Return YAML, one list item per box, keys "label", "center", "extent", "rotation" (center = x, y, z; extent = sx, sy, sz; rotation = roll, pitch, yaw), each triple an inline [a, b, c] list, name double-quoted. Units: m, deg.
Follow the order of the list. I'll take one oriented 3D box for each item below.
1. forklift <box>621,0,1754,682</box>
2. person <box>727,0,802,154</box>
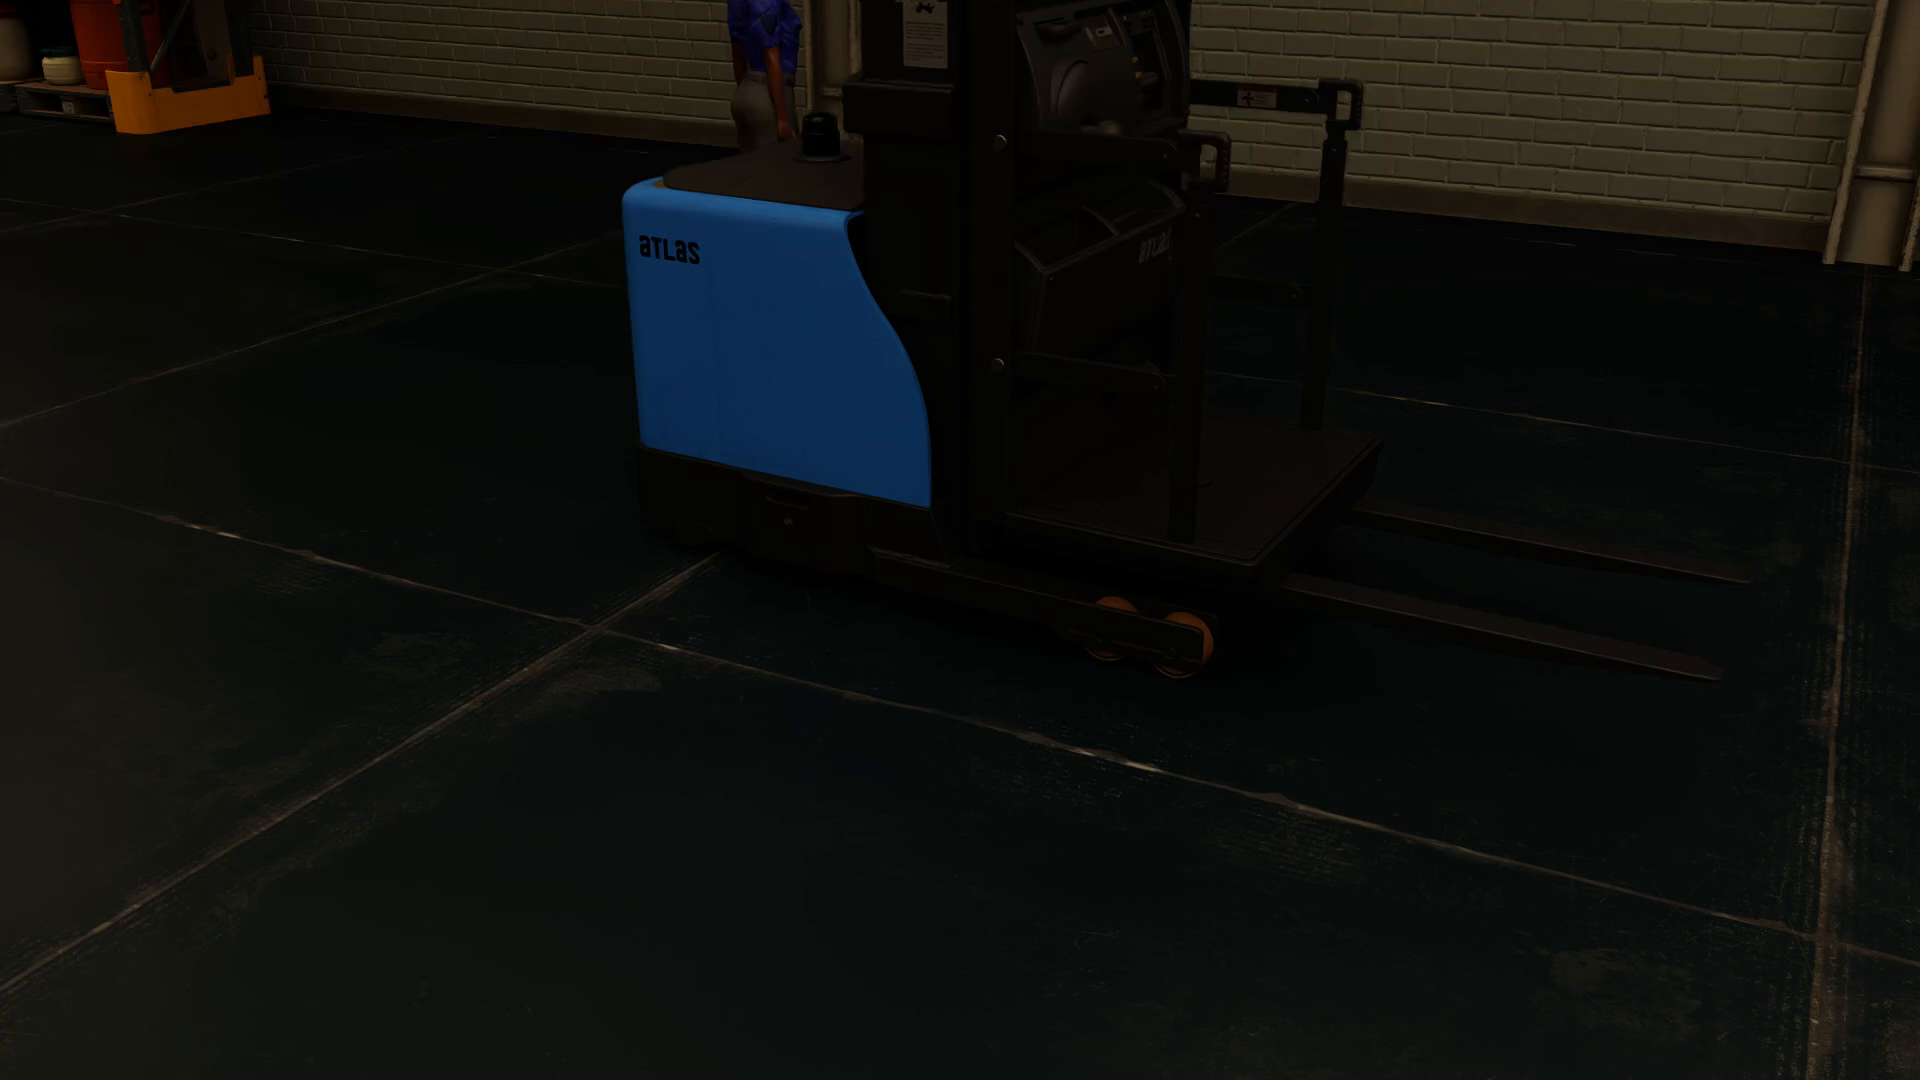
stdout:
- label: "forklift"
  center: [0.563, -1.233, 4.220]
  extent: [3.031, 2.935, 1.130]
  rotation: [13, 26, 27]
- label: "person"
  center: [-0.854, -1.935, 7.513]
  extent: [0.329, 1.662, 0.457]
  rotation: [-11, 25, -24]
